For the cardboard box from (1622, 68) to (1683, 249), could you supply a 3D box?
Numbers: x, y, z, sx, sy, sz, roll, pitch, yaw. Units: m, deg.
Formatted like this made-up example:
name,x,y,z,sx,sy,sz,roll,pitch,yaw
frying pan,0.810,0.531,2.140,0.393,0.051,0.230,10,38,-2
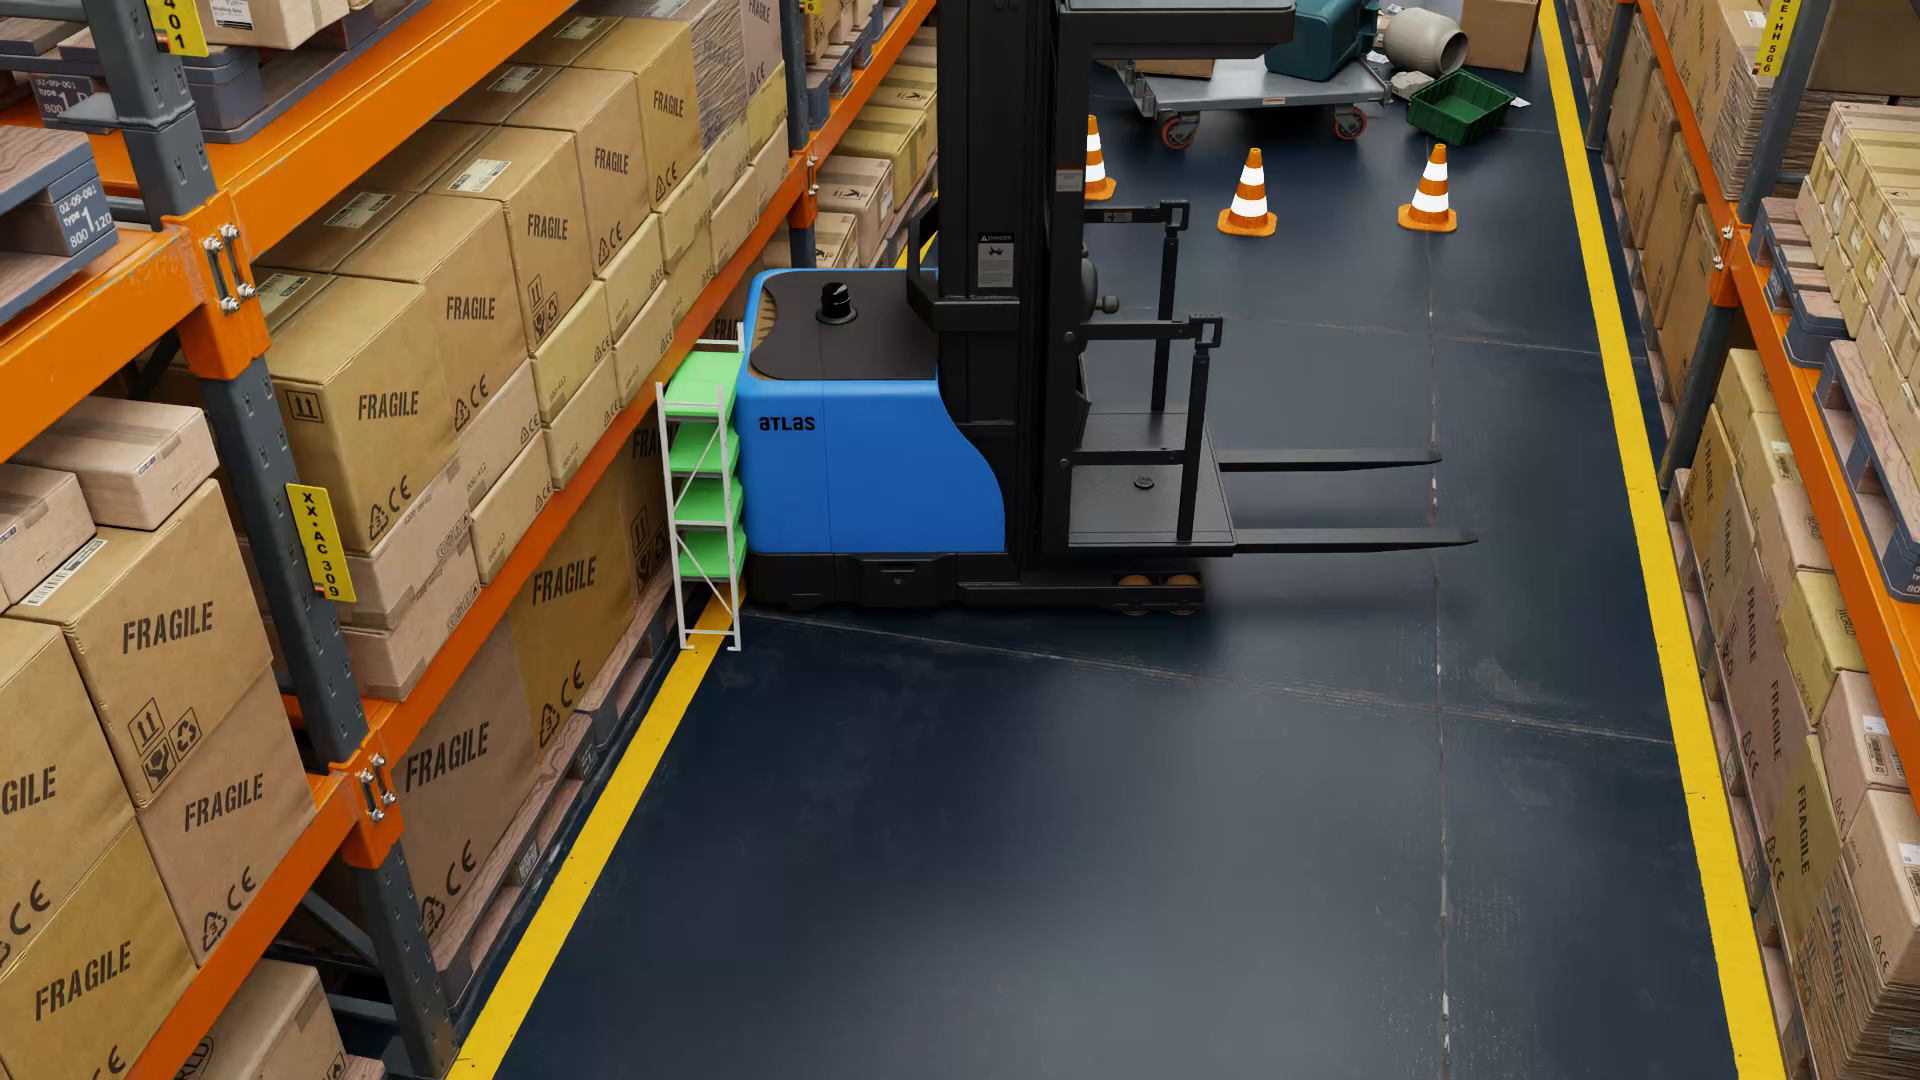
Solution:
name,x,y,z,sx,sy,sz,roll,pitch,yaw
cardboard box,4.282,-2.039,9.067,1.050,0.750,0.750,7,37,10

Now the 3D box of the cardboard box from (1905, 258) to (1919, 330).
name,x,y,z,sx,sy,sz,roll,pitch,yaw
cardboard box,3.115,-0.722,5.039,0.380,0.149,0.250,8,37,11

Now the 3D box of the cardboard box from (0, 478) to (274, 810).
name,x,y,z,sx,sy,sz,roll,pitch,yaw
cardboard box,-1.861,0.184,3.503,0.500,0.500,0.500,7,37,10

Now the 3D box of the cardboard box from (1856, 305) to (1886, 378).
name,x,y,z,sx,sy,sz,roll,pitch,yaw
cardboard box,3.164,-0.627,5.416,0.380,0.149,0.250,8,37,11

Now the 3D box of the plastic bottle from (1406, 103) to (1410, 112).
name,x,y,z,sx,sy,sz,roll,pitch,yaw
plastic bottle,3.121,-2.858,11.141,0.133,0.061,0.283,-11,37,-14

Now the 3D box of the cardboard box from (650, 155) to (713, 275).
name,x,y,z,sx,sy,sz,roll,pitch,yaw
cardboard box,-1.226,-1.211,6.067,0.500,0.250,0.500,6,36,9

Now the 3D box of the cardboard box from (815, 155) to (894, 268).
name,x,y,z,sx,sy,sz,roll,pitch,yaw
cardboard box,-0.895,-1.822,9.089,0.950,0.372,0.625,7,36,9

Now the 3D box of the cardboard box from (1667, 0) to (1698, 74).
name,x,y,z,sx,sy,sz,roll,pitch,yaw
cardboard box,3.836,-2.606,8.204,0.500,0.500,0.500,8,37,11

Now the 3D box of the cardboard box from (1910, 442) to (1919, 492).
name,x,y,z,sx,sy,sz,roll,pitch,yaw
cardboard box,2.994,-0.182,4.801,0.380,0.149,0.250,9,37,12

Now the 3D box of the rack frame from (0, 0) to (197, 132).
name,x,y,z,sx,sy,sz,roll,pitch,yaw
rack frame,-2.030,-2.105,2.486,1.000,3.000,0.127,7,37,10

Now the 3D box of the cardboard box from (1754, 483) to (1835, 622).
name,x,y,z,sx,sy,sz,roll,pitch,yaw
cardboard box,3.071,0.070,5.731,0.500,0.250,0.500,8,37,10

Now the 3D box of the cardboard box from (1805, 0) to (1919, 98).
name,x,y,z,sx,sy,sz,roll,pitch,yaw
cardboard box,3.787,-2.108,6.665,0.700,0.500,0.500,7,37,10

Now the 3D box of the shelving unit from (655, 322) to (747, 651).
name,x,y,z,sx,sy,sz,roll,pitch,yaw
shelving unit,-0.971,-0.199,6.492,0.258,1.200,0.503,2,34,1

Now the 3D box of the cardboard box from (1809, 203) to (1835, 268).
name,x,y,z,sx,sy,sz,roll,pitch,yaw
cardboard box,3.332,-1.090,6.054,0.380,0.149,0.250,9,37,12

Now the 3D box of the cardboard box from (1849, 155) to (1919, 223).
name,x,y,z,sx,sy,sz,roll,pitch,yaw
cardboard box,3.282,-1.181,5.672,0.380,0.149,0.250,7,37,10

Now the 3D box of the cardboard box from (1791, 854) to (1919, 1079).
name,x,y,z,sx,sy,sz,roll,pitch,yaw
cardboard box,2.739,1.273,4.710,0.500,0.500,0.500,7,36,9

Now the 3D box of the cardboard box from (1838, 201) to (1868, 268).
name,x,y,z,sx,sy,sz,roll,pitch,yaw
cardboard box,3.273,-1.034,5.724,0.380,0.149,0.250,6,36,9

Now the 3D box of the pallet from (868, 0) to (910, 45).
name,x,y,z,sx,sy,sz,roll,pitch,yaw
pallet,-0.793,-3.032,9.040,1.003,0.211,1.213,7,37,10

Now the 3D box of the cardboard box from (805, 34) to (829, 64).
name,x,y,z,sx,sy,sz,roll,pitch,yaw
cardboard box,-0.831,-2.358,7.804,0.380,0.149,0.250,5,36,7

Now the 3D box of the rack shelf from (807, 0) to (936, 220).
name,x,y,z,sx,sy,sz,roll,pitch,yaw
rack shelf,-0.748,-2.825,9.204,1.077,0.370,4.000,7,37,10

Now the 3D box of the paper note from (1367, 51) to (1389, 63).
name,x,y,z,sx,sy,sz,roll,pitch,yaw
paper note,3.038,-3.502,12.063,0.172,0.023,0.155,20,41,26

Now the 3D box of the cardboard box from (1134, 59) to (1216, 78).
name,x,y,z,sx,sy,sz,roll,pitch,yaw
cardboard box,1.424,-3.351,10.802,0.500,0.500,0.500,7,37,10

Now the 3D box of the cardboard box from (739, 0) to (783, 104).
name,x,y,z,sx,sy,sz,roll,pitch,yaw
cardboard box,-1.031,-2.085,6.634,0.500,0.500,0.500,6,36,9

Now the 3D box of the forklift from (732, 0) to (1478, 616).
name,x,y,z,sx,sy,sz,roll,pitch,yaw
forklift,0.626,-1.190,6.395,3.031,2.935,1.130,0,36,0

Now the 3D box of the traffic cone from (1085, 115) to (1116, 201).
name,x,y,z,sx,sy,sz,roll,pitch,yaw
traffic cone,0.782,-2.349,10.097,0.336,0.463,0.334,7,37,10

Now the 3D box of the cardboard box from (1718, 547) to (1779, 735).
name,x,y,z,sx,sy,sz,roll,pitch,yaw
cardboard box,3.072,0.392,5.925,0.500,0.500,0.500,6,36,9

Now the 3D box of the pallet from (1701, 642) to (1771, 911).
name,x,y,z,sx,sy,sz,roll,pitch,yaw
pallet,3.251,0.868,5.873,1.003,0.211,1.213,7,37,10

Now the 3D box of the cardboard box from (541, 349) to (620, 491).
name,x,y,z,sx,sy,sz,roll,pitch,yaw
cardboard box,-1.444,-0.423,5.406,0.500,0.250,0.500,7,37,10

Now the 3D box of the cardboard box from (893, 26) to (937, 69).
name,x,y,z,sx,sy,sz,roll,pitch,yaw
cardboard box,-0.431,-3.067,10.808,0.950,0.372,0.625,8,37,11

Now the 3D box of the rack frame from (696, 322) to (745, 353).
name,x,y,z,sx,sy,sz,roll,pitch,yaw
rack frame,-0.961,-0.337,6.693,0.240,1.200,0.015,2,34,1

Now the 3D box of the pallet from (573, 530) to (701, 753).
name,x,y,z,sx,sy,sz,roll,pitch,yaw
pallet,-1.680,0.300,6.657,1.003,0.211,1.213,7,37,10

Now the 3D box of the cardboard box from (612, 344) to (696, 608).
name,x,y,z,sx,sy,sz,roll,pitch,yaw
cardboard box,-1.599,-0.383,6.674,0.875,0.875,0.875,8,37,11

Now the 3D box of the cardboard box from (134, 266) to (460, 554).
name,x,y,z,sx,sy,sz,roll,pitch,yaw
cardboard box,-1.655,-0.338,4.222,0.500,0.500,0.500,8,37,11

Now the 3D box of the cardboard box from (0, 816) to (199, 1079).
name,x,y,z,sx,sy,sz,roll,pitch,yaw
cardboard box,-1.984,0.877,3.399,0.500,0.500,0.500,6,36,9

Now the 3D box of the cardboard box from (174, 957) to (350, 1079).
name,x,y,z,sx,sy,sz,roll,pitch,yaw
cardboard box,-2.269,1.538,4.398,0.875,0.438,0.875,7,36,9

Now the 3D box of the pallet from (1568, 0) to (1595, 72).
name,x,y,z,sx,sy,sz,roll,pitch,yaw
pallet,5.033,-3.698,12.173,1.003,0.211,1.213,7,37,10

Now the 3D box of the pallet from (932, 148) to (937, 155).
name,x,y,z,sx,sy,sz,roll,pitch,yaw
pallet,-0.486,-2.687,10.777,1.003,0.211,1.213,7,37,10

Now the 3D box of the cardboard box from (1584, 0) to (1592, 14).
name,x,y,z,sx,sy,sz,roll,pitch,yaw
cardboard box,5.124,-4.401,12.219,0.875,0.875,0.875,7,36,9

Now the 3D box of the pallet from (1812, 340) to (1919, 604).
name,x,y,z,sx,sy,sz,roll,pitch,yaw
pallet,3.299,-0.189,5.118,1.003,0.211,1.213,7,37,10

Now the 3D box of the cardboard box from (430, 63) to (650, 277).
name,x,y,z,sx,sy,sz,roll,pitch,yaw
cardboard box,-1.360,-1.217,5.436,0.500,0.500,0.500,7,36,9

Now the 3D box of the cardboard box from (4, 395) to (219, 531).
name,x,y,z,sx,sy,sz,roll,pitch,yaw
cardboard box,-1.785,-0.168,3.435,0.380,0.149,0.250,7,36,9

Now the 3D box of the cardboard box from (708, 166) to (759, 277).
name,x,y,z,sx,sy,sz,roll,pitch,yaw
cardboard box,-1.124,-1.291,6.603,0.500,0.250,0.500,8,37,11

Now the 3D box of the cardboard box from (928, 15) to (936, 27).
name,x,y,z,sx,sy,sz,roll,pitch,yaw
cardboard box,0.069,-3.624,11.679,0.500,0.250,0.500,6,36,8

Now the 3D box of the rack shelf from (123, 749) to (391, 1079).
name,x,y,z,sx,sy,sz,roll,pitch,yaw
rack shelf,-2.457,1.762,2.876,1.077,0.370,4.000,7,37,10

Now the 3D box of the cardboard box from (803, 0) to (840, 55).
name,x,y,z,sx,sy,sz,roll,pitch,yaw
cardboard box,-0.853,-2.529,7.487,0.500,0.500,0.500,6,36,9

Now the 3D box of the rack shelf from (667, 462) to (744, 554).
name,x,y,z,sx,sy,sz,roll,pitch,yaw
rack shelf,-0.972,-0.147,6.528,0.258,0.148,0.480,2,34,1

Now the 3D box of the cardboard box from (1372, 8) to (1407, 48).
name,x,y,z,sx,sy,sz,roll,pitch,yaw
cardboard box,3.104,-3.809,12.279,0.396,0.266,0.258,14,38,18

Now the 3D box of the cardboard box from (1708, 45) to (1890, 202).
name,x,y,z,sx,sy,sz,roll,pitch,yaw
cardboard box,3.516,-1.739,7.008,0.500,0.500,0.500,7,37,10

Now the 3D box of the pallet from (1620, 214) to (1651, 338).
name,x,y,z,sx,sy,sz,roll,pitch,yaw
pallet,4.186,-1.417,9.026,1.003,0.211,1.213,7,37,10

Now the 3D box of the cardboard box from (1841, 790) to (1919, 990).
name,x,y,z,sx,sy,sz,roll,pitch,yaw
cardboard box,2.739,0.966,4.494,0.500,0.250,0.500,6,36,9

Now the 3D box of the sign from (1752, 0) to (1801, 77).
name,x,y,z,sx,sy,sz,roll,pitch,yaw
sign,3.139,-1.943,6.388,0.100,0.325,0.005,7,37,10

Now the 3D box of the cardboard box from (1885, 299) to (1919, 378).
name,x,y,z,sx,sy,sz,roll,pitch,yaw
cardboard box,3.109,-0.605,5.131,0.380,0.149,0.250,7,37,10

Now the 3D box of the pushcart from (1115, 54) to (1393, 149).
name,x,y,z,sx,sy,sz,roll,pitch,yaw
pushcart,1.917,-2.944,10.990,1.648,0.377,0.936,-5,36,-6

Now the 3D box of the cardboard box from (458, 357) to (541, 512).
name,x,y,z,sx,sy,sz,roll,pitch,yaw
cardboard box,-1.577,-0.337,4.861,0.500,0.250,0.500,8,37,11

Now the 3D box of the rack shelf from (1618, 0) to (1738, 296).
name,x,y,z,sx,sy,sz,roll,pitch,yaw
rack shelf,4.109,-2.262,8.428,1.077,0.370,4.000,7,37,10
